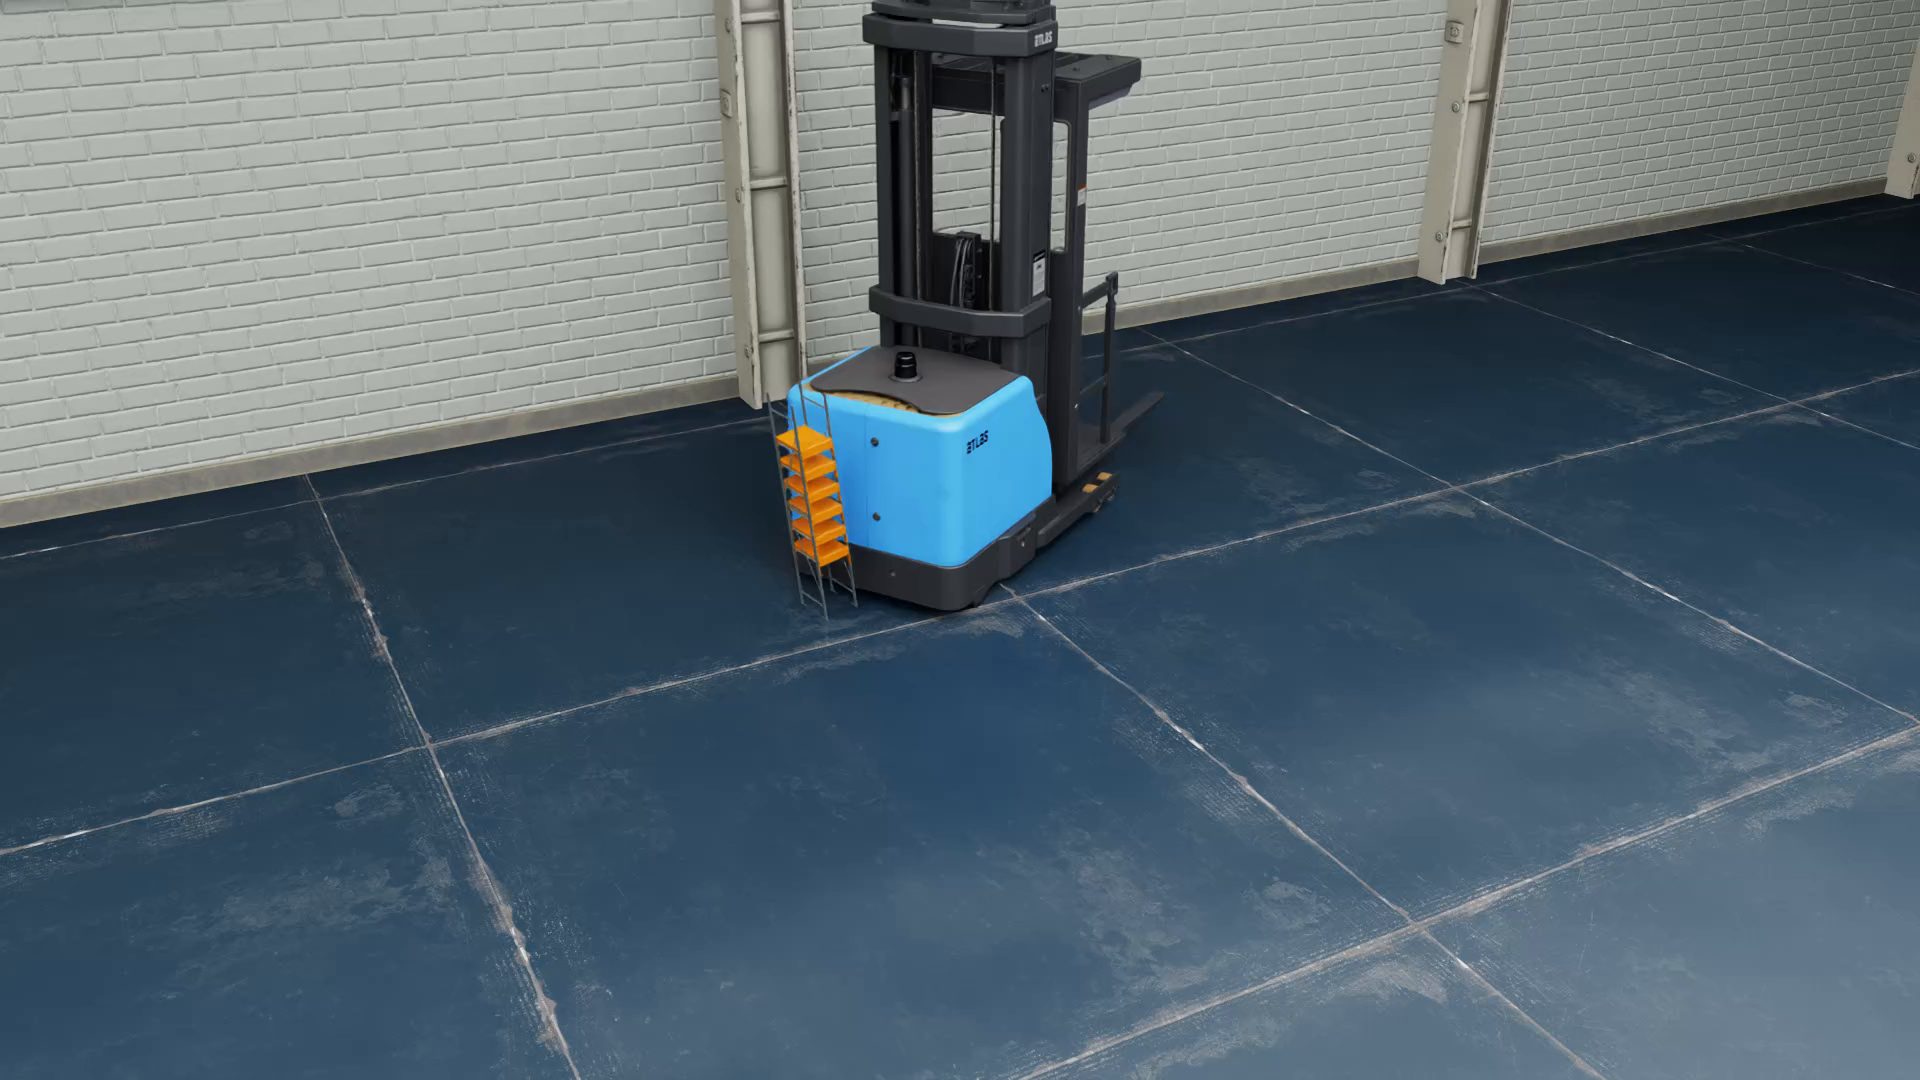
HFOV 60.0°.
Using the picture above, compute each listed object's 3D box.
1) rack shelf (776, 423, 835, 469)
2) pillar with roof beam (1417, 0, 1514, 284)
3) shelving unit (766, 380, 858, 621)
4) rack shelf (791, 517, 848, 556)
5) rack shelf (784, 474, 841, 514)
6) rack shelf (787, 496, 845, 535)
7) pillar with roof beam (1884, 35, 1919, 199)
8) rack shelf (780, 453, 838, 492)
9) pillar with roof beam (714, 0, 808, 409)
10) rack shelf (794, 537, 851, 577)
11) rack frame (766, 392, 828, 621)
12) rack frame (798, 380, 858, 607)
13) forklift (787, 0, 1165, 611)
[{"bbox_3d":[-0.756,-0.455,8.070,0.180,0.103,0.258,-25,35,-29],"label":"rack shelf"},{"bbox_3d":[6.057,-4.602,8.438,0.400,9.000,9.100,-13,29,-25],"label":"pillar with roof beam"},{"bbox_3d":[-0.726,-0.182,8.226,0.189,1.200,0.258,-25,35,-29],"label":"shelving unit"},{"bbox_3d":[-0.710,-0.040,8.308,0.180,0.103,0.258,-25,35,-29],"label":"rack shelf"},{"bbox_3d":[-0.733,-0.248,8.189,0.180,0.103,0.258,-25,35,-29],"label":"rack shelf"},{"bbox_3d":[-0.722,-0.144,8.248,0.180,0.103,0.258,-25,35,-29],"label":"rack shelf"},{"bbox_3d":[11.352,-5.824,10.983,0.400,9.000,9.100,-13,29,-25],"label":"pillar with roof beam"},{"bbox_3d":[-0.745,-0.351,8.129,0.180,0.103,0.258,-25,35,-29],"label":"rack shelf"},{"bbox_3d":[0.763,-3.380,5.892,0.400,9.000,9.100,-13,29,-25],"label":"pillar with roof beam"},{"bbox_3d":[-0.699,0.063,8.367,0.180,0.103,0.258,-25,35,-29],"label":"rack shelf"},{"bbox_3d":[-0.798,-0.149,8.181,0.006,1.200,0.240,-25,35,-29],"label":"rack frame"},{"bbox_3d":[-0.654,-0.216,8.271,0.006,1.200,0.240,-25,35,-29],"label":"rack frame"},{"bbox_3d":[0.277,-1.565,9.124,1.130,2.935,3.031,14,29,26],"label":"forklift"}]
